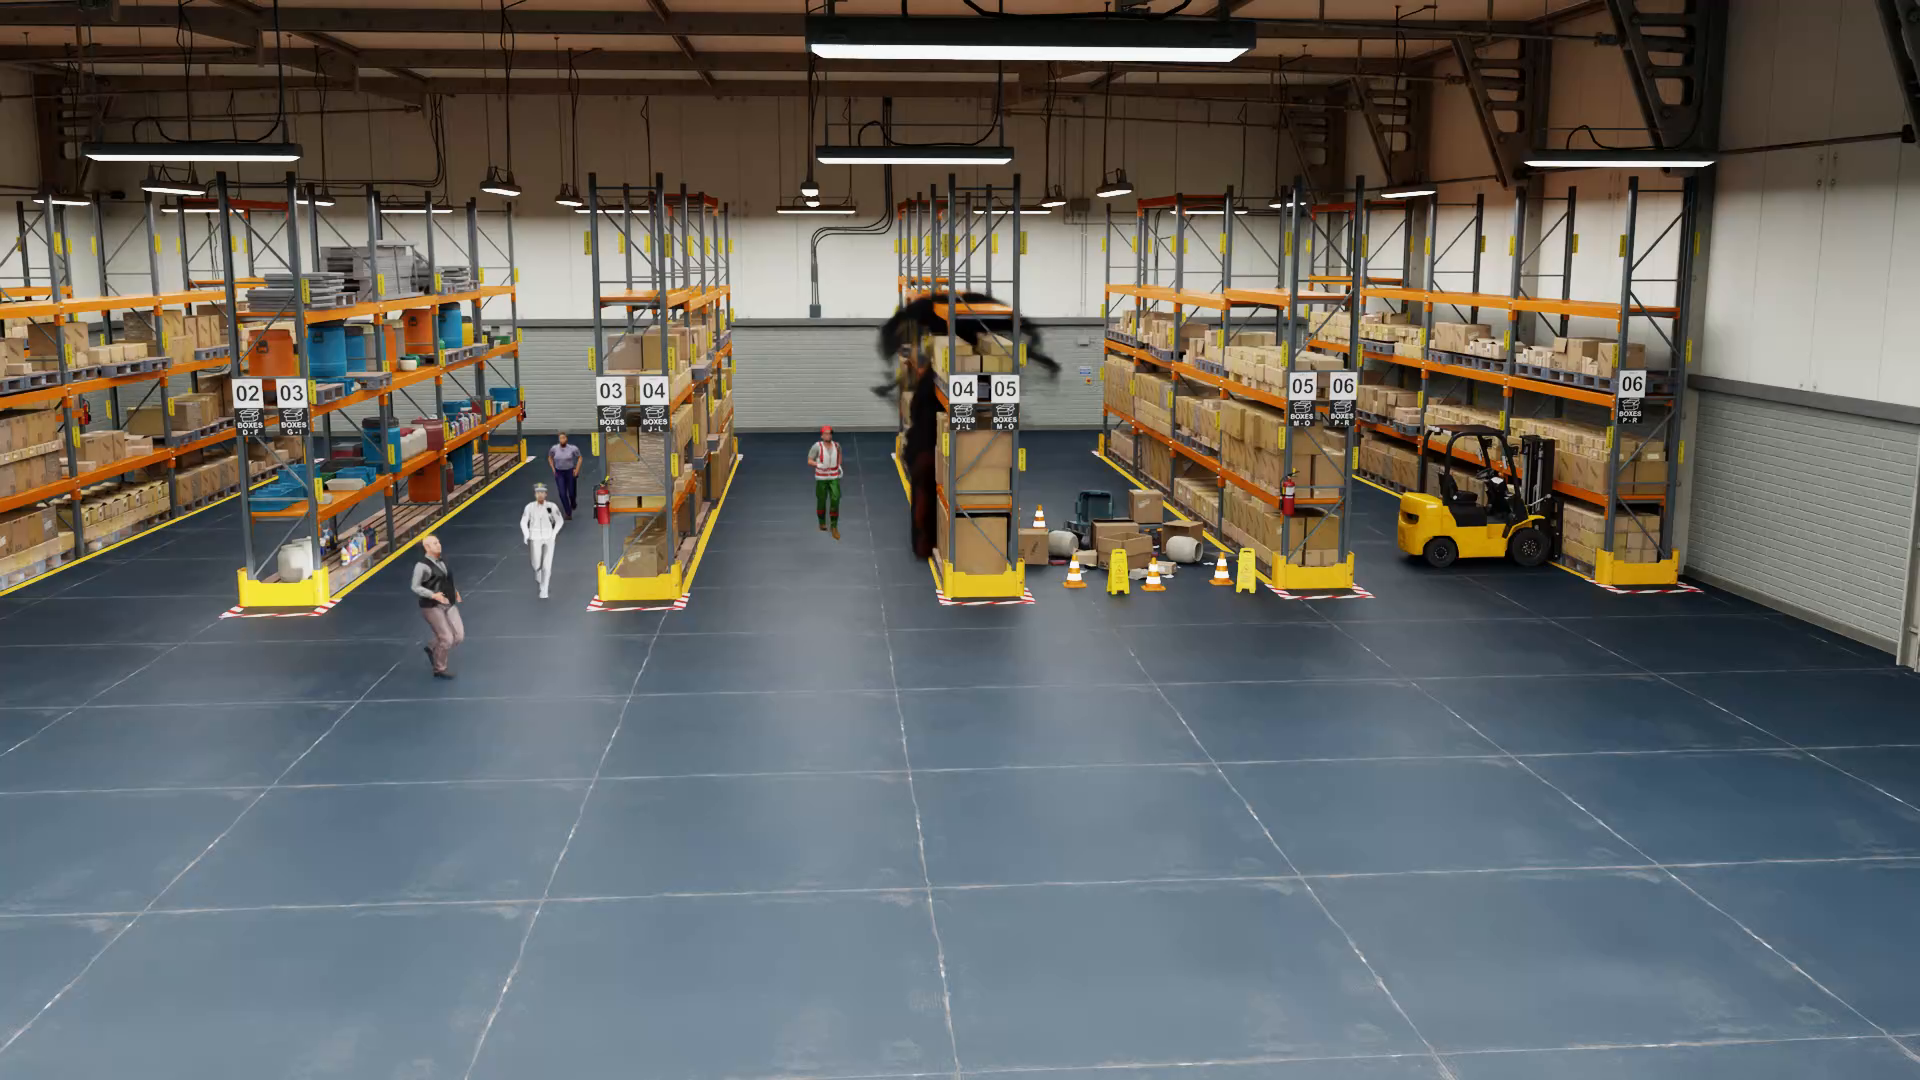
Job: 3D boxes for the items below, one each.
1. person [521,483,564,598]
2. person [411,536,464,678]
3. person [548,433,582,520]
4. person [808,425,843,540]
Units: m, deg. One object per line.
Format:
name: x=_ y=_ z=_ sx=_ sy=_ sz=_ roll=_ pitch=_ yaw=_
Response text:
person: x=-6.048 y=-0.019 z=24.112 sx=0.614 sy=1.660 sz=0.583 roll=-2 pitch=10 yaw=-11
person: x=-6.113 y=0.779 z=19.473 sx=0.606 sy=1.673 sz=0.656 roll=4 pitch=11 yaw=21
person: x=-7.350 y=-1.204 z=30.980 sx=0.626 sy=1.619 sz=0.621 roll=-1 pitch=10 yaw=-7
person: x=-2.200 y=-0.958 z=27.464 sx=0.636 sy=1.877 sz=0.742 roll=-3 pitch=10 yaw=-17
